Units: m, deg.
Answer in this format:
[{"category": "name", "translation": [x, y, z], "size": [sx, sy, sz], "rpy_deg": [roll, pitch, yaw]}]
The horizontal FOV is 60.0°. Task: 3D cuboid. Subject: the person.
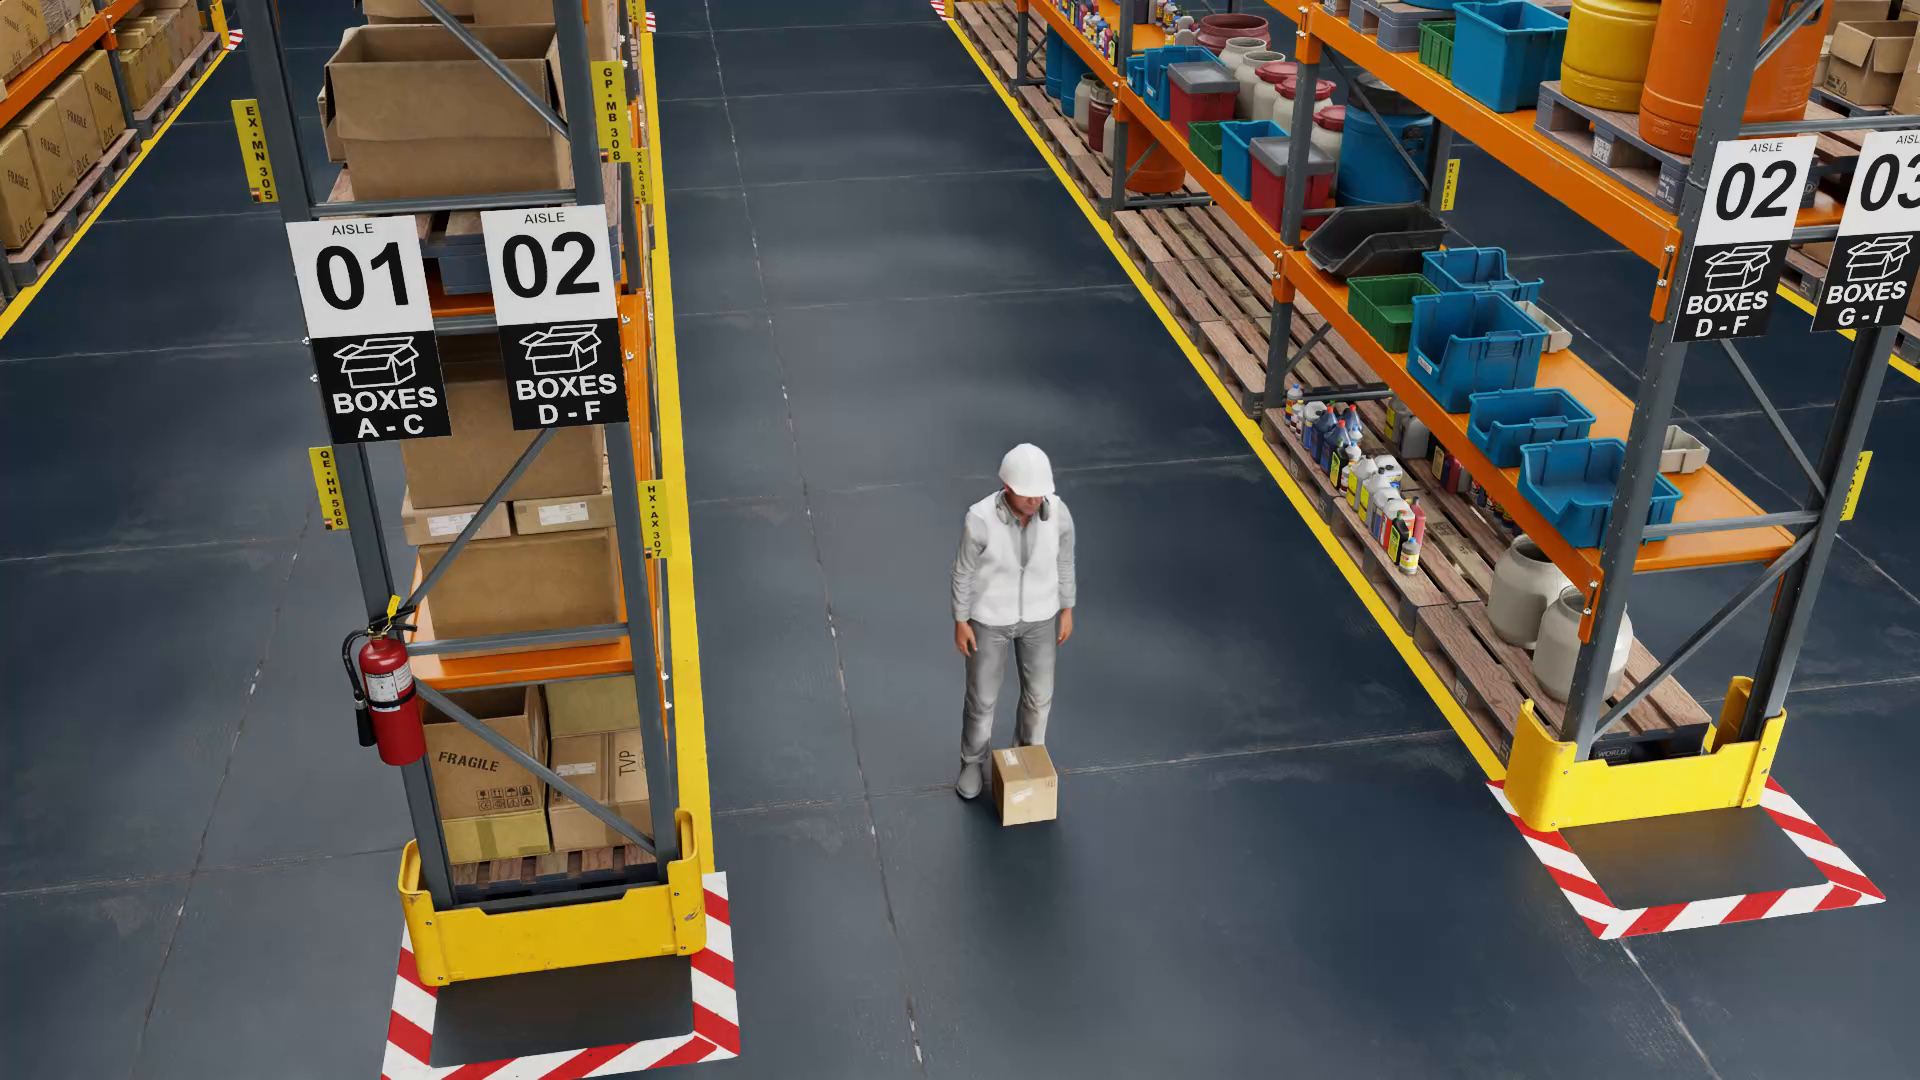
[{"category": "person", "translation": [0.235, 0.347, 7.521], "size": [0.581, 1.772, 0.463], "rpy_deg": [-5, 31, -9]}]
